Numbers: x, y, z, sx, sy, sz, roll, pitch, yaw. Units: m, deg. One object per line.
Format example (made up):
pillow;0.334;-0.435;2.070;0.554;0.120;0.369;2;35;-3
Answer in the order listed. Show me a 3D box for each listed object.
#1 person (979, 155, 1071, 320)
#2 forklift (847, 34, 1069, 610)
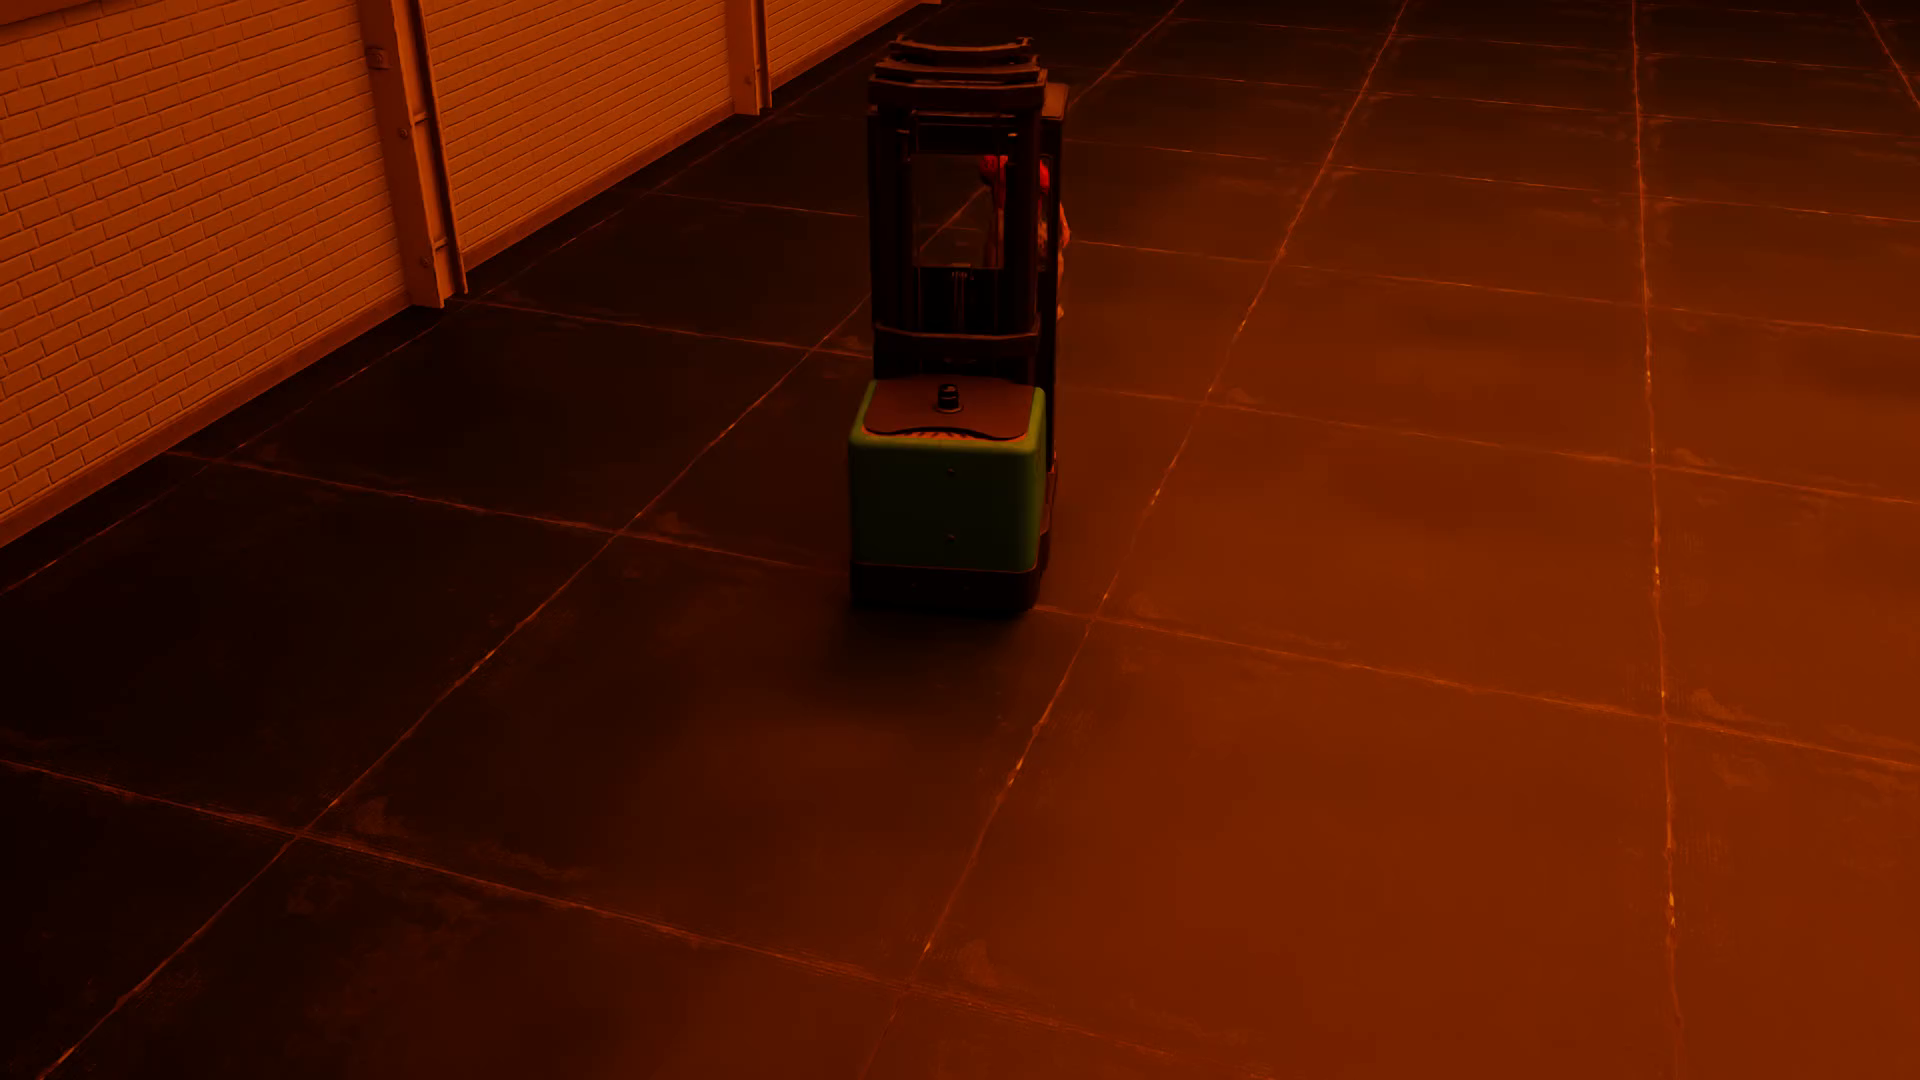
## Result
person;0.503;-2.411;12.666;0.722;1.639;0.812;8;31;13
forklift;0.052;-1.590;9.926;1.130;2.935;3.031;3;30;5
